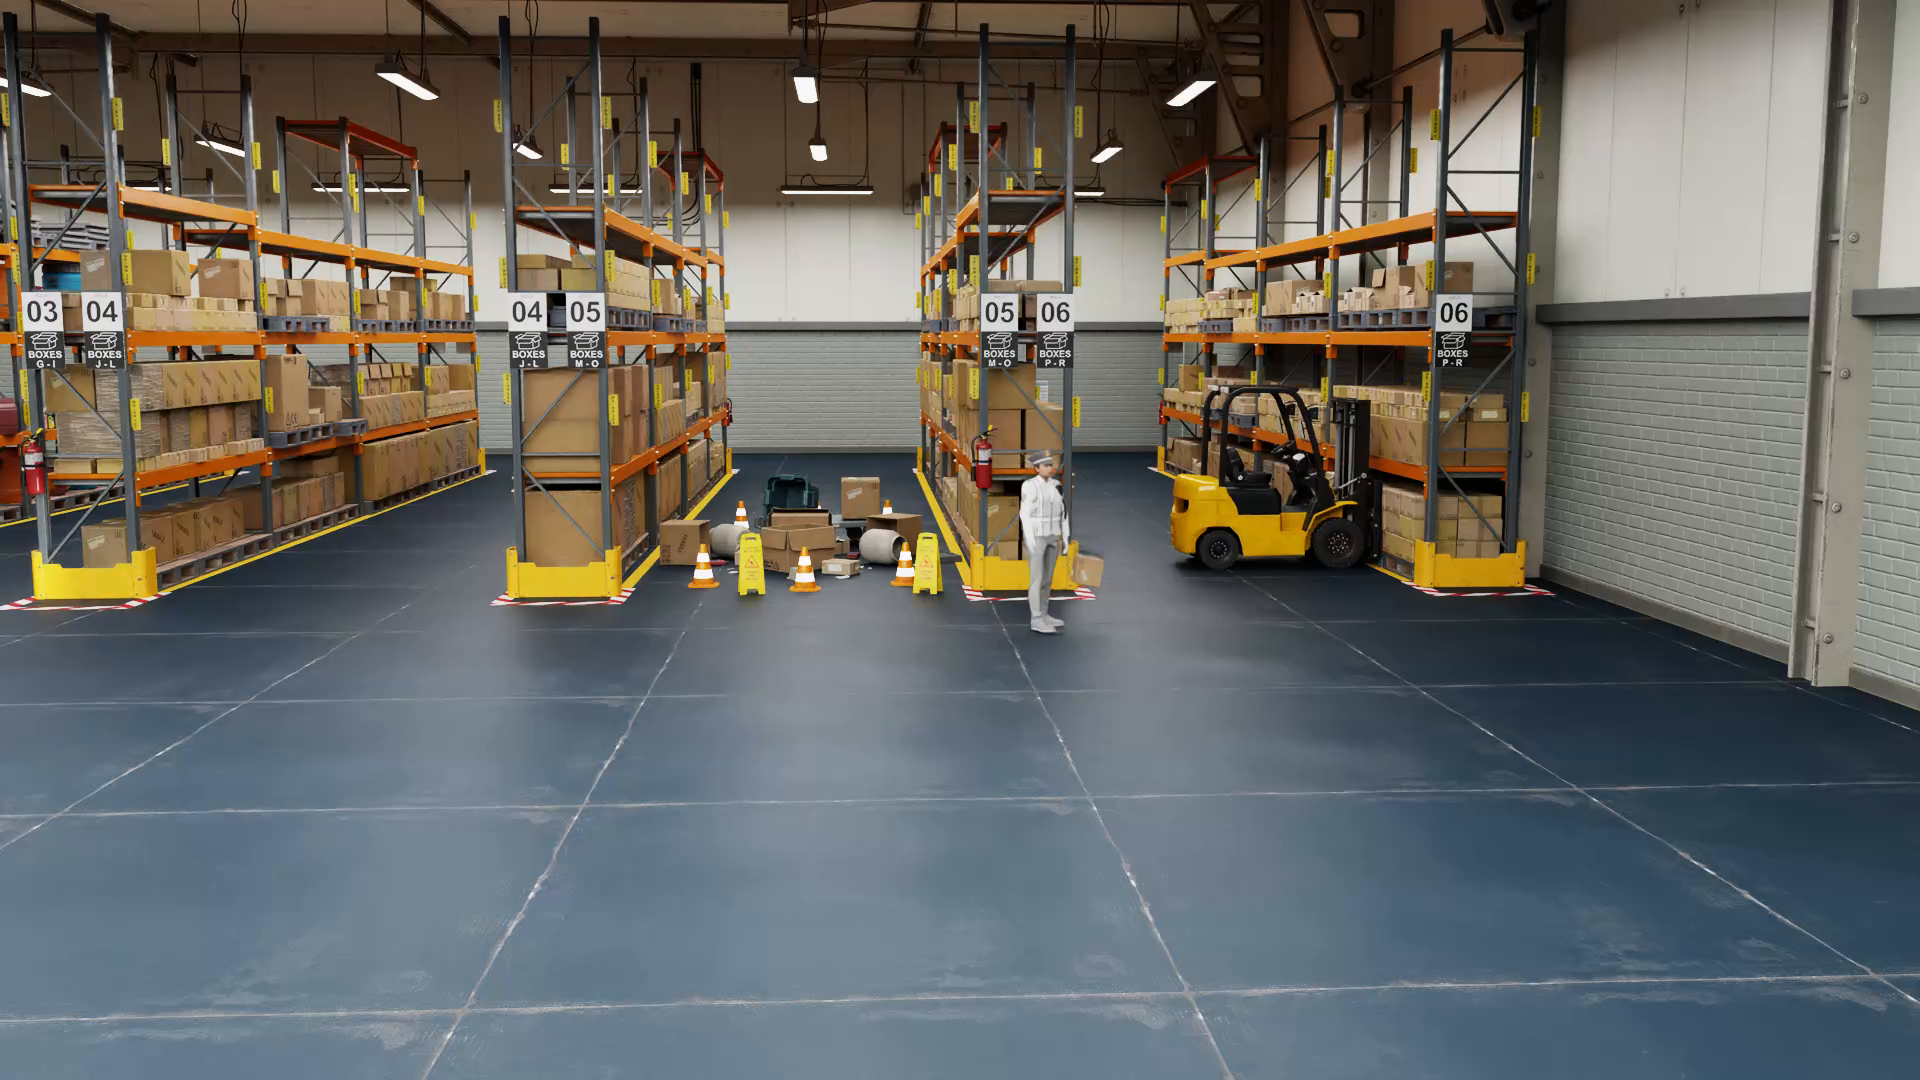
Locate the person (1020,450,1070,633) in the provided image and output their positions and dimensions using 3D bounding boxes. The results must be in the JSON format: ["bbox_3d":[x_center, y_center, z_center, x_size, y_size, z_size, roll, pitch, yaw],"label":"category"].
[{"bbox_3d":[0.832,-0.002,15.524,0.565,1.688,0.516,-5,9,-37],"label":"person"}]
